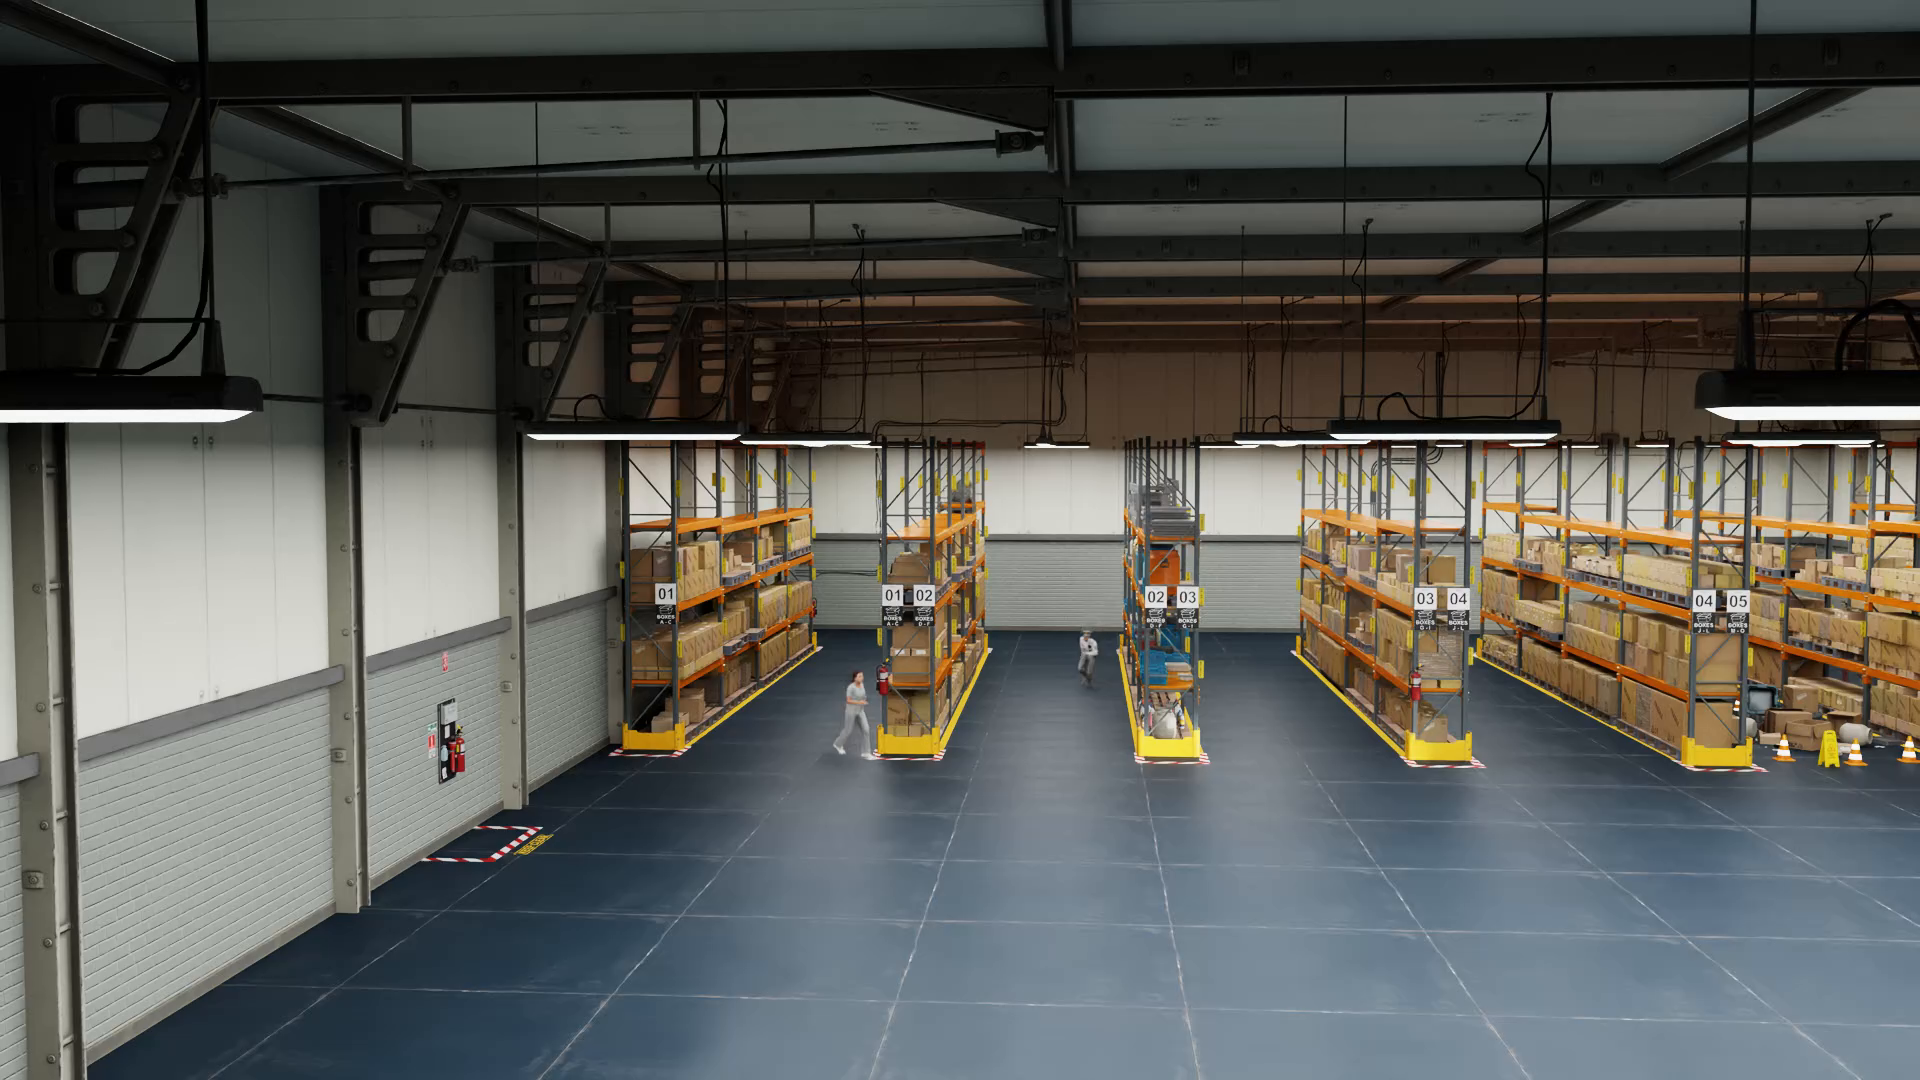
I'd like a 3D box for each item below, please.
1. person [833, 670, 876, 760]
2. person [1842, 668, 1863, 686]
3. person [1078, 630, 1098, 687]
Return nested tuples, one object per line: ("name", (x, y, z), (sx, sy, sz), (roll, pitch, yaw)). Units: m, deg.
("person", (-1.993, 3.229, 30.921), (0.515, 1.662, 0.969), (-3, 4, -44))
("person", (21.562, 2.743, 40.139), (0.575, 1.644, 0.903), (0, 3, -1))
("person", (3.077, 2.862, 40.022), (0.608, 1.414, 0.954), (1, 3, 24))
